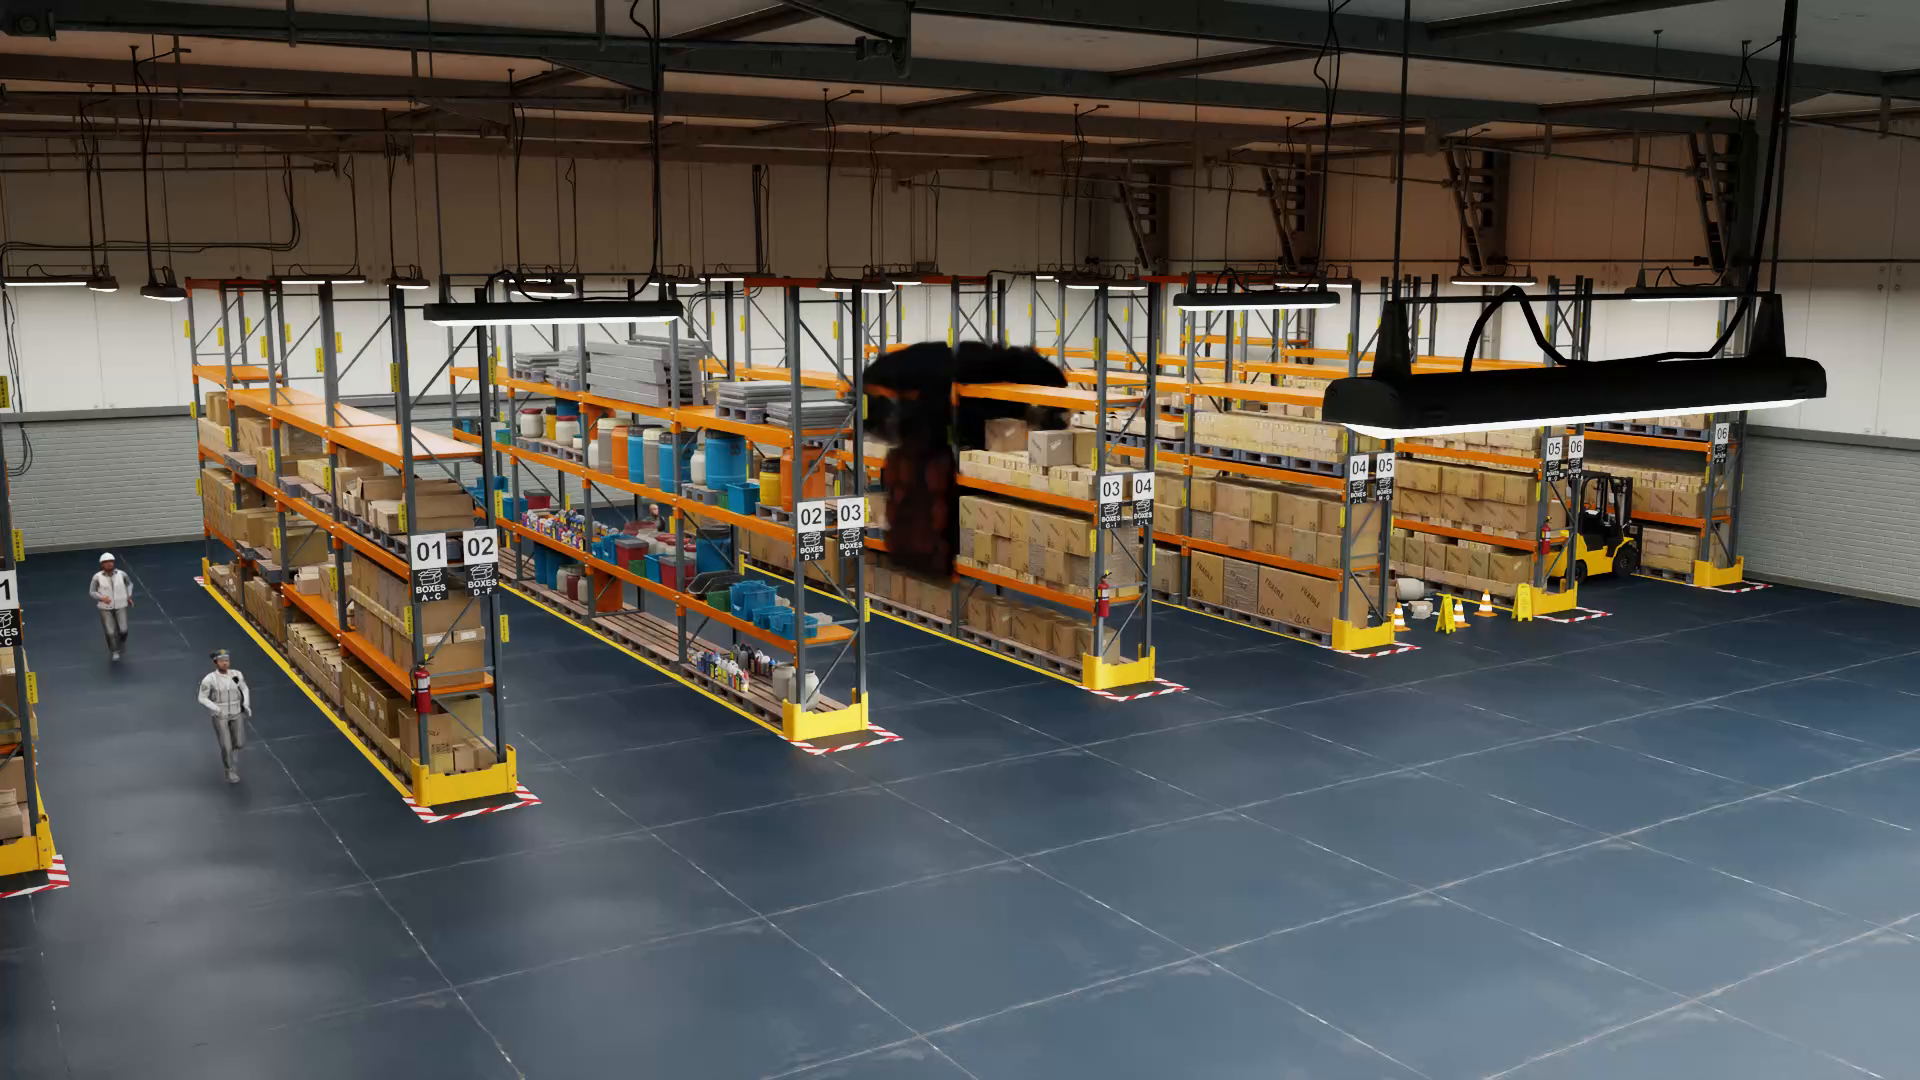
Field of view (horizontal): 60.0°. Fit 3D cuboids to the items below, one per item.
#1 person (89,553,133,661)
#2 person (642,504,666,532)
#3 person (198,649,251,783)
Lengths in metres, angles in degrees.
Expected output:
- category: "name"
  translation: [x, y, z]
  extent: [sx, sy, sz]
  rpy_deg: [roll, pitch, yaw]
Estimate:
- category: "person"
  translation: [-13.472, 1.068, 26.467]
  extent: [0.653, 1.730, 0.569]
  rpy_deg: [-6, 11, -33]
- category: "person"
  translation: [-5.865, 0.131, 32.162]
  extent: [0.641, 1.675, 0.661]
  rpy_deg: [-8, 13, -41]
- category: "person"
  translation: [-8.998, 2.144, 20.401]
  extent: [0.616, 1.647, 0.554]
  rpy_deg: [-8, 12, -39]
